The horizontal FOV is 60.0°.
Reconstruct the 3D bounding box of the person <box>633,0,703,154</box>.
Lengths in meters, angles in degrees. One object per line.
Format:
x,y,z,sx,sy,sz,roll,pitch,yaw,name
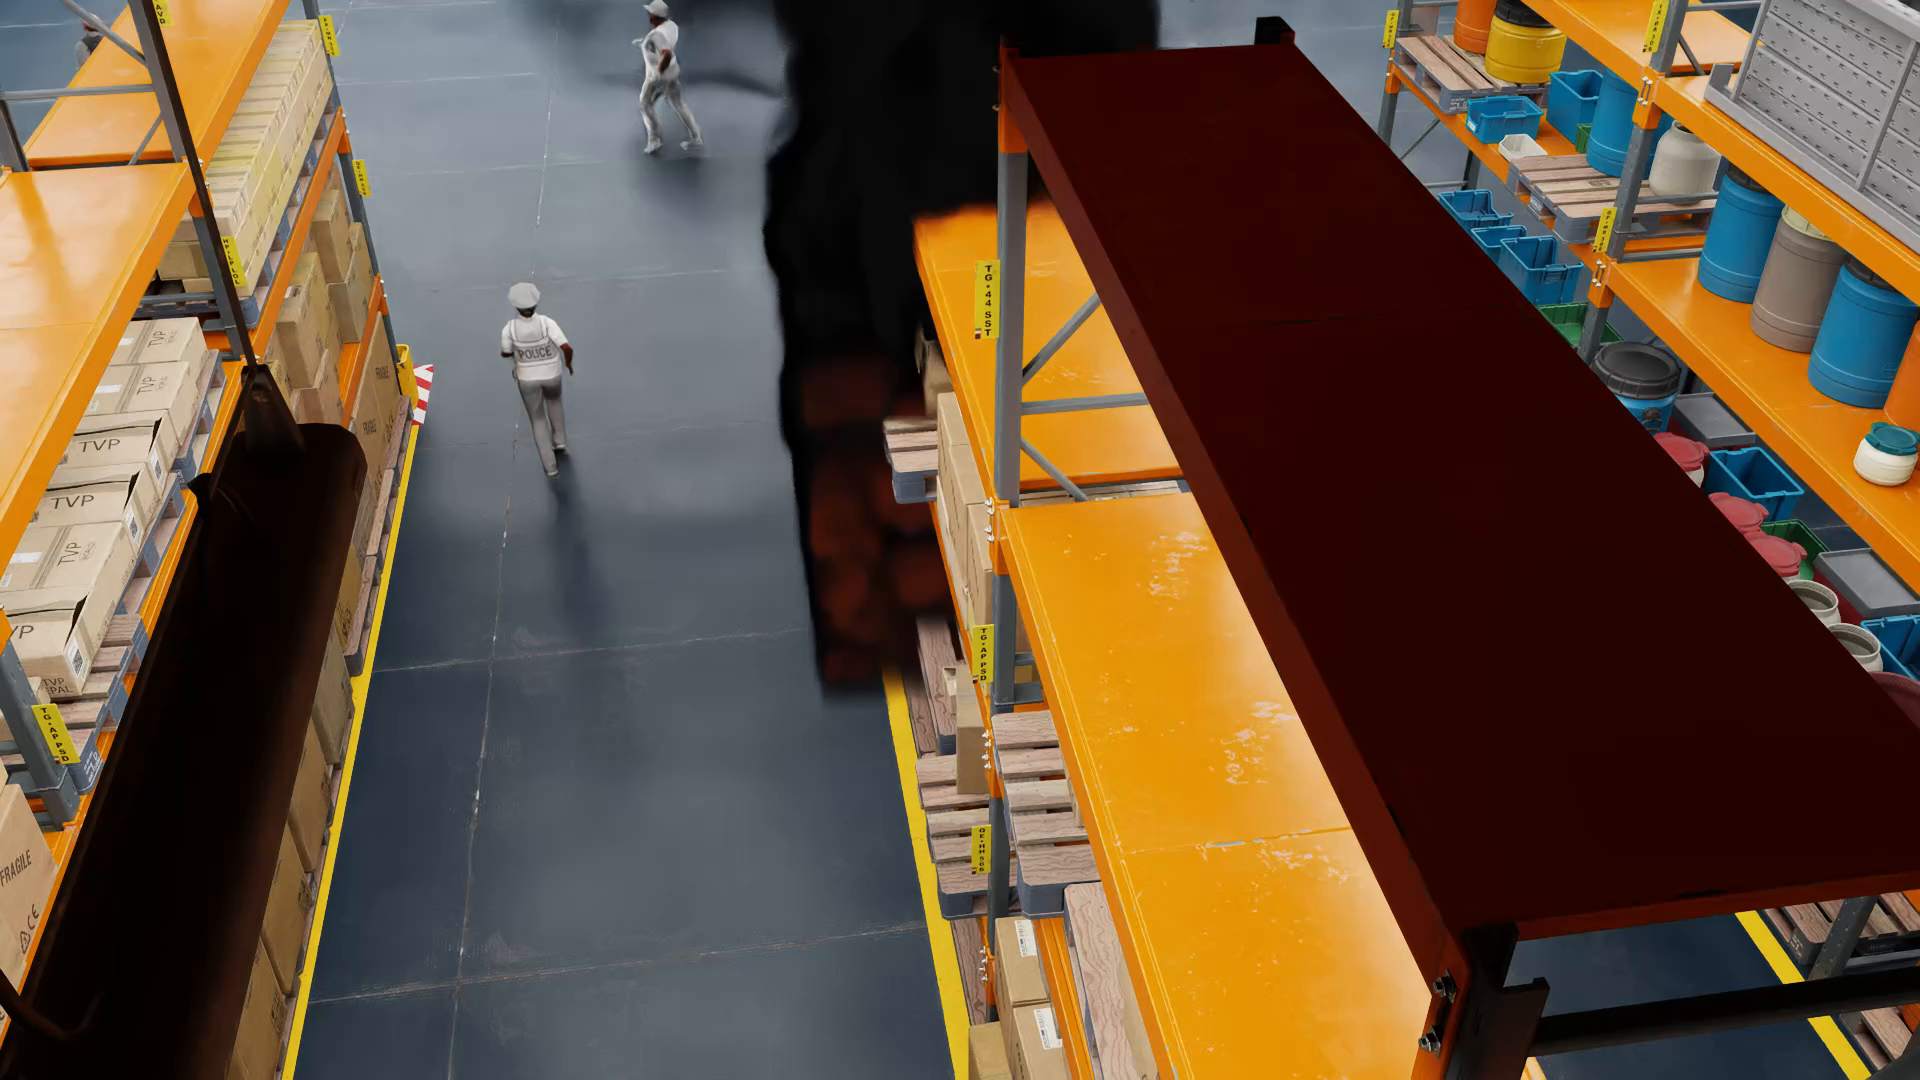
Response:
-3.416,-5.310,19.177,0.785,1.846,0.661,14,39,18,person

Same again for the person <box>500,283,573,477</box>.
-3.482,-1.314,13.826,0.555,1.753,0.764,-13,38,-17,person

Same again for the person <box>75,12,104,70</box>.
-9.878,-5.267,19.212,0.571,1.680,0.655,25,43,29,person
